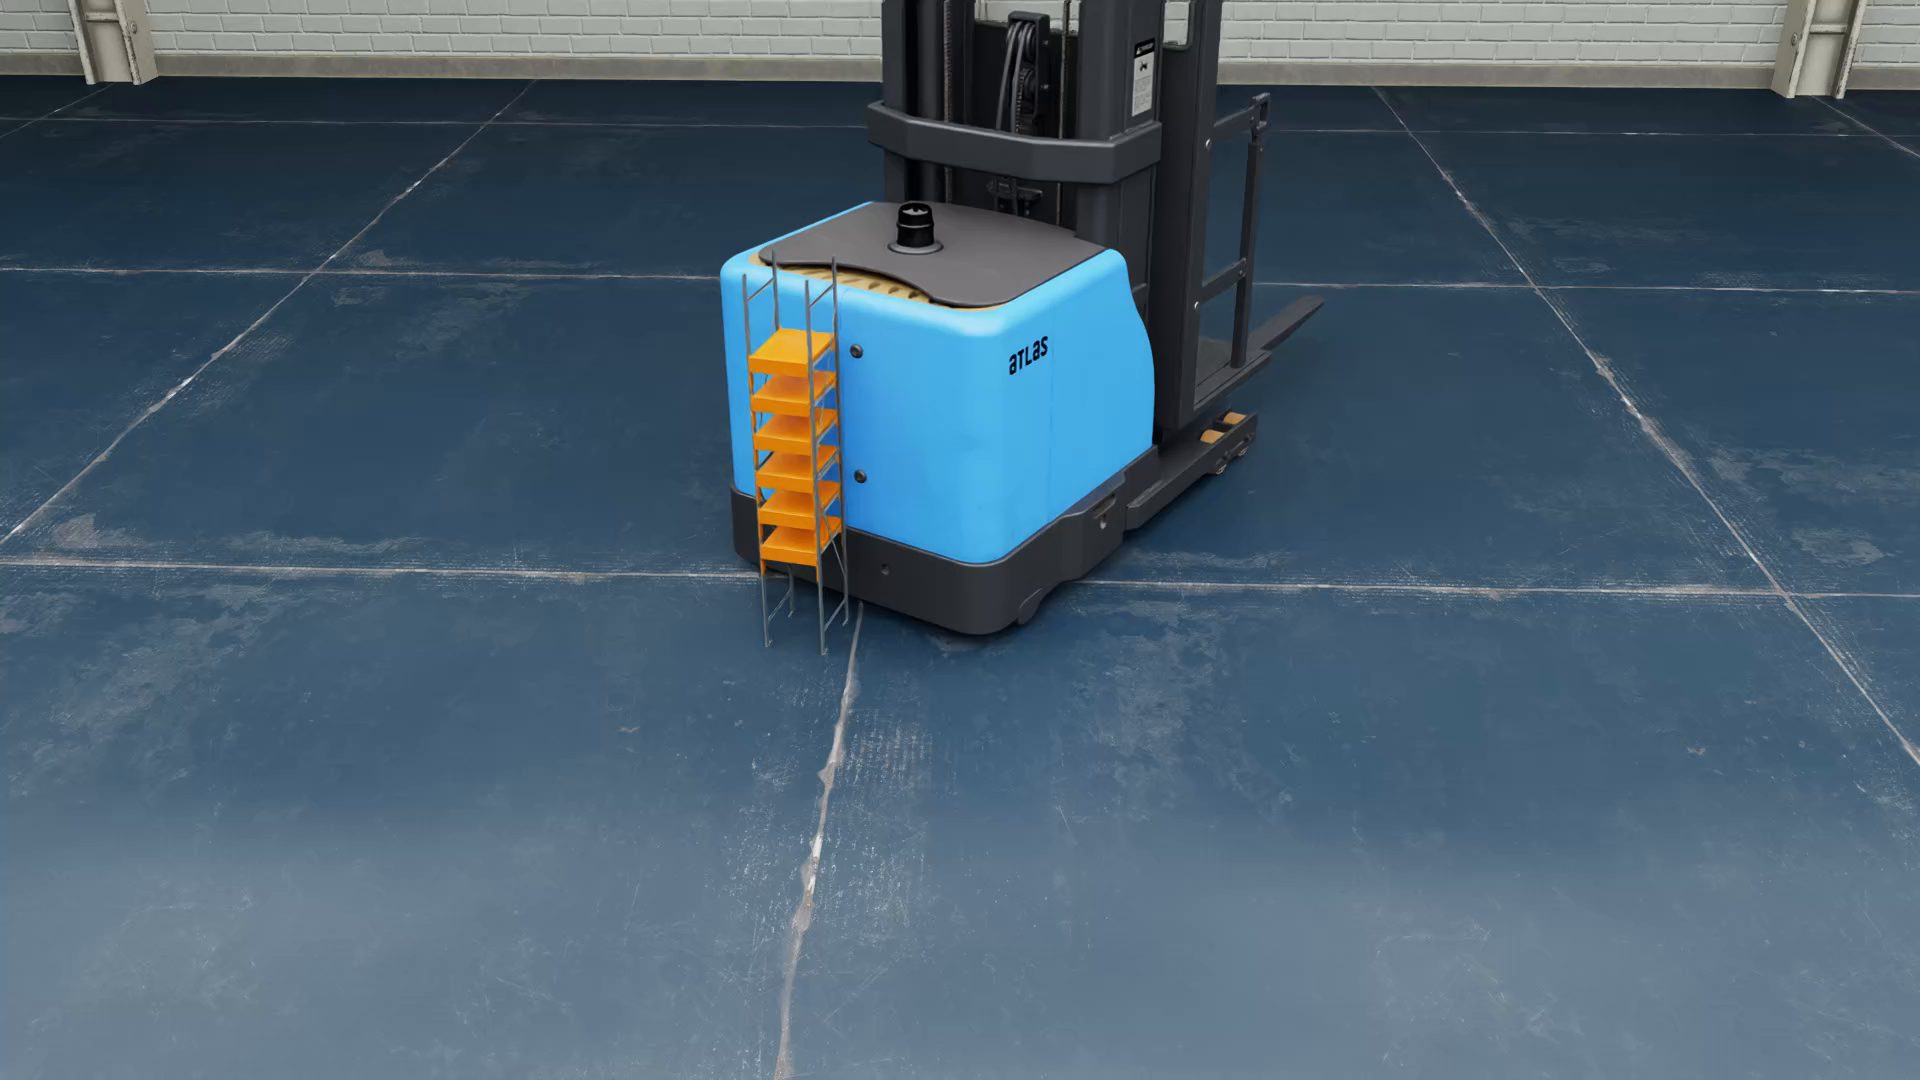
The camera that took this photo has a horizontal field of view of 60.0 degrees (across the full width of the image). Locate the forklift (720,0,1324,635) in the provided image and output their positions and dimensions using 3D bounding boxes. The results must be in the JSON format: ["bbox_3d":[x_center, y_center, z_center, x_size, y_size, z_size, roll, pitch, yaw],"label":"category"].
[{"bbox_3d":[0.480,-1.650,5.734,1.130,2.935,3.031,17,32,29],"label":"forklift"}]

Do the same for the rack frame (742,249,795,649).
[{"bbox_3d":[-0.563,-0.250,4.940,0.006,1.200,0.240,8,29,14],"label":"rack frame"}]

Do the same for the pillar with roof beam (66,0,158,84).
[{"bbox_3d":[-6.209,-5.296,6.133,0.400,9.000,9.100,1,28,2],"label":"pillar with roof beam"}]

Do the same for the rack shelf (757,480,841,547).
[{"bbox_3d":[-0.475,-0.093,4.995,0.180,0.103,0.258,8,29,14],"label":"rack shelf"}]

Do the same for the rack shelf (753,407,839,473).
[{"bbox_3d":[-0.475,-0.305,4.883,0.180,0.103,0.258,8,29,14],"label":"rack shelf"}]

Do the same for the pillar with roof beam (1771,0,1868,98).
[{"bbox_3d":[5.784,-5.098,5.759,0.400,9.000,9.100,1,28,2],"label":"pillar with roof beam"}]

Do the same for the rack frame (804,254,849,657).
[{"bbox_3d":[-0.387,-0.226,4.896,0.006,1.200,0.240,8,29,14],"label":"rack frame"}]

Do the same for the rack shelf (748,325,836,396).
[{"bbox_3d":[-0.475,-0.517,4.770,0.180,0.103,0.258,8,29,14],"label":"rack shelf"}]

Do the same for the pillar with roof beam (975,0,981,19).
[{"bbox_3d":[-0.212,-5.197,5.946,0.400,9.000,9.100,1,28,2],"label":"pillar with roof beam"}]

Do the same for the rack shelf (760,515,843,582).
[{"bbox_3d":[-0.475,0.013,5.051,0.180,0.103,0.258,8,29,14],"label":"rack shelf"}]

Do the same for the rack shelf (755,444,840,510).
[{"bbox_3d":[-0.475,-0.199,4.939,0.180,0.103,0.258,8,29,14],"label":"rack shelf"}]

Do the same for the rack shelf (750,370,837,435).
[{"bbox_3d":[-0.475,-0.411,4.826,0.180,0.103,0.258,8,29,14],"label":"rack shelf"}]

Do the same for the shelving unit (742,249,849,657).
[{"bbox_3d":[-0.475,-0.238,4.918,0.189,1.200,0.258,8,29,14],"label":"shelving unit"}]
